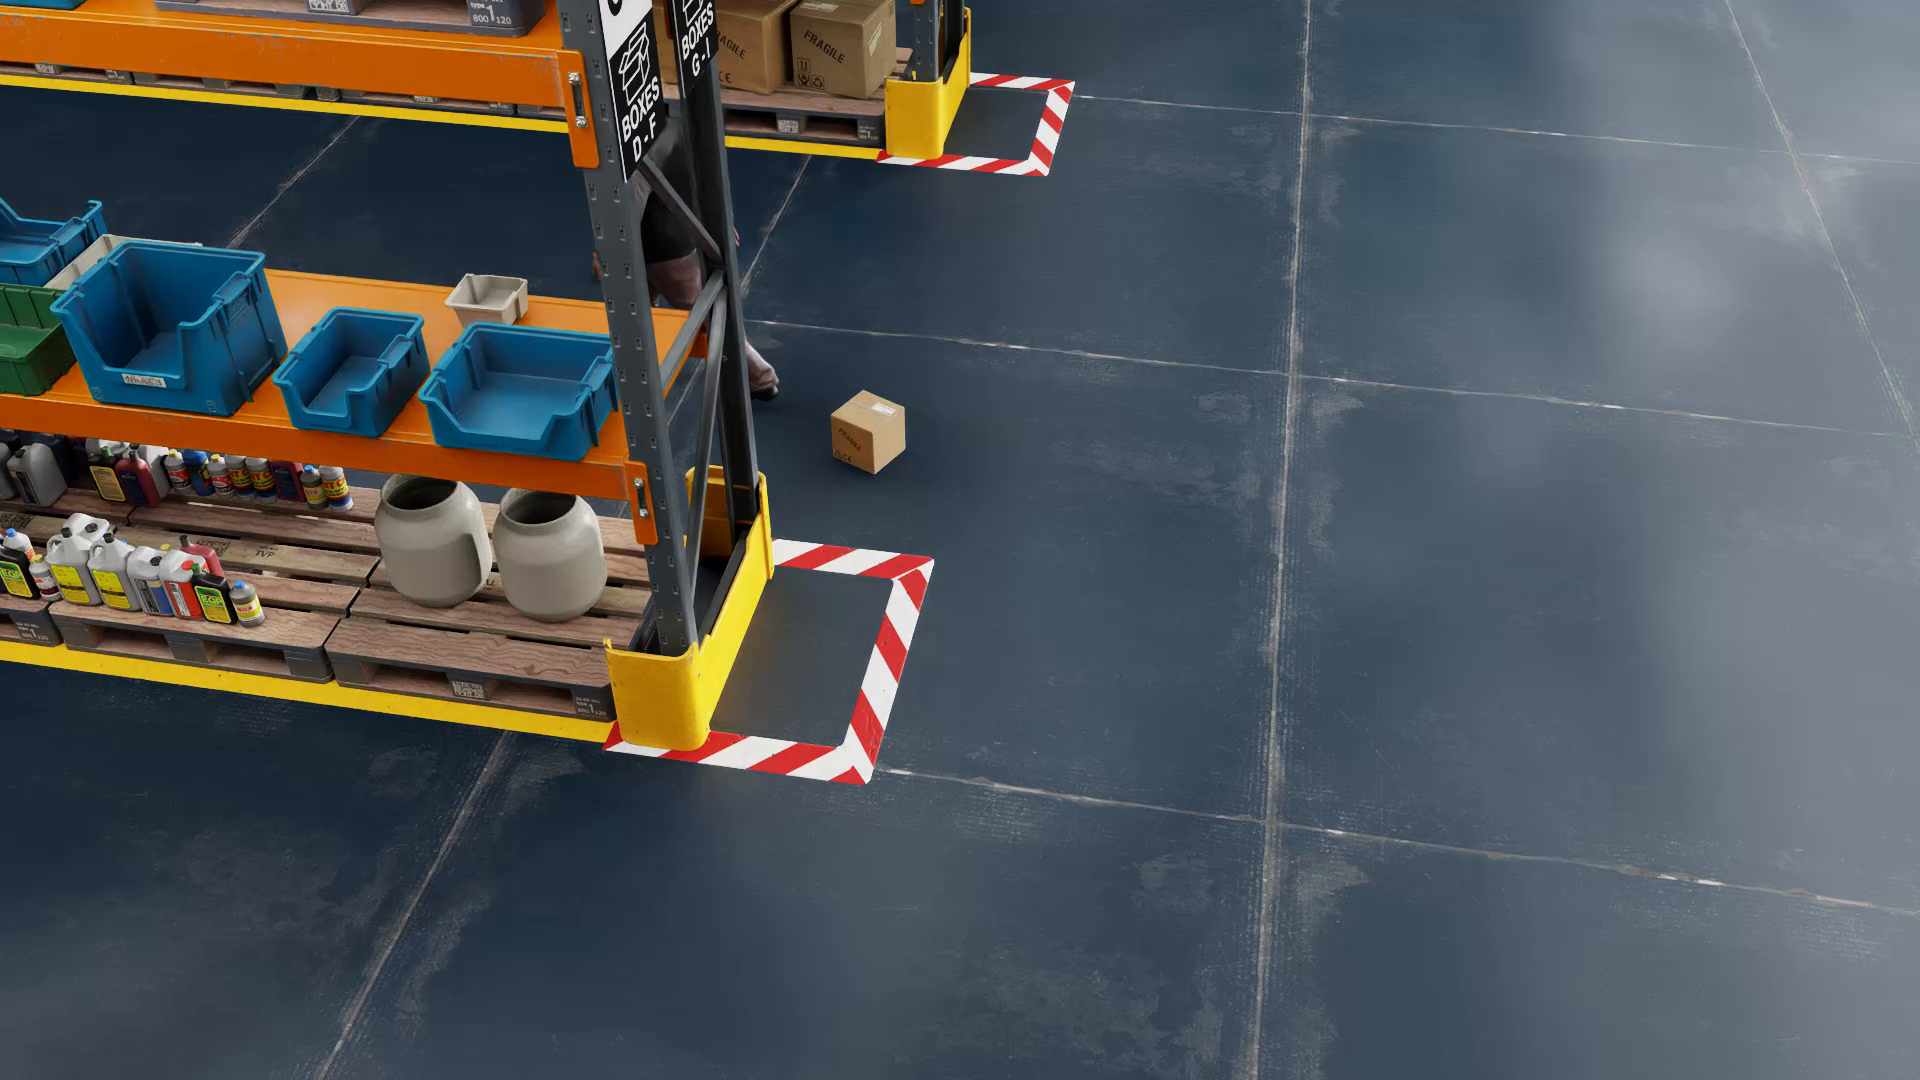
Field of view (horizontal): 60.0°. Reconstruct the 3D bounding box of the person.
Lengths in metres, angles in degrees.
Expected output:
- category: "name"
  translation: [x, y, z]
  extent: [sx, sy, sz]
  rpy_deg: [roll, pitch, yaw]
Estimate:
- category: "person"
  translation: [-1.416, -1.403, 7.838]
  extent: [1.096, 1.656, 0.576]
  rpy_deg: [6, 41, 7]
